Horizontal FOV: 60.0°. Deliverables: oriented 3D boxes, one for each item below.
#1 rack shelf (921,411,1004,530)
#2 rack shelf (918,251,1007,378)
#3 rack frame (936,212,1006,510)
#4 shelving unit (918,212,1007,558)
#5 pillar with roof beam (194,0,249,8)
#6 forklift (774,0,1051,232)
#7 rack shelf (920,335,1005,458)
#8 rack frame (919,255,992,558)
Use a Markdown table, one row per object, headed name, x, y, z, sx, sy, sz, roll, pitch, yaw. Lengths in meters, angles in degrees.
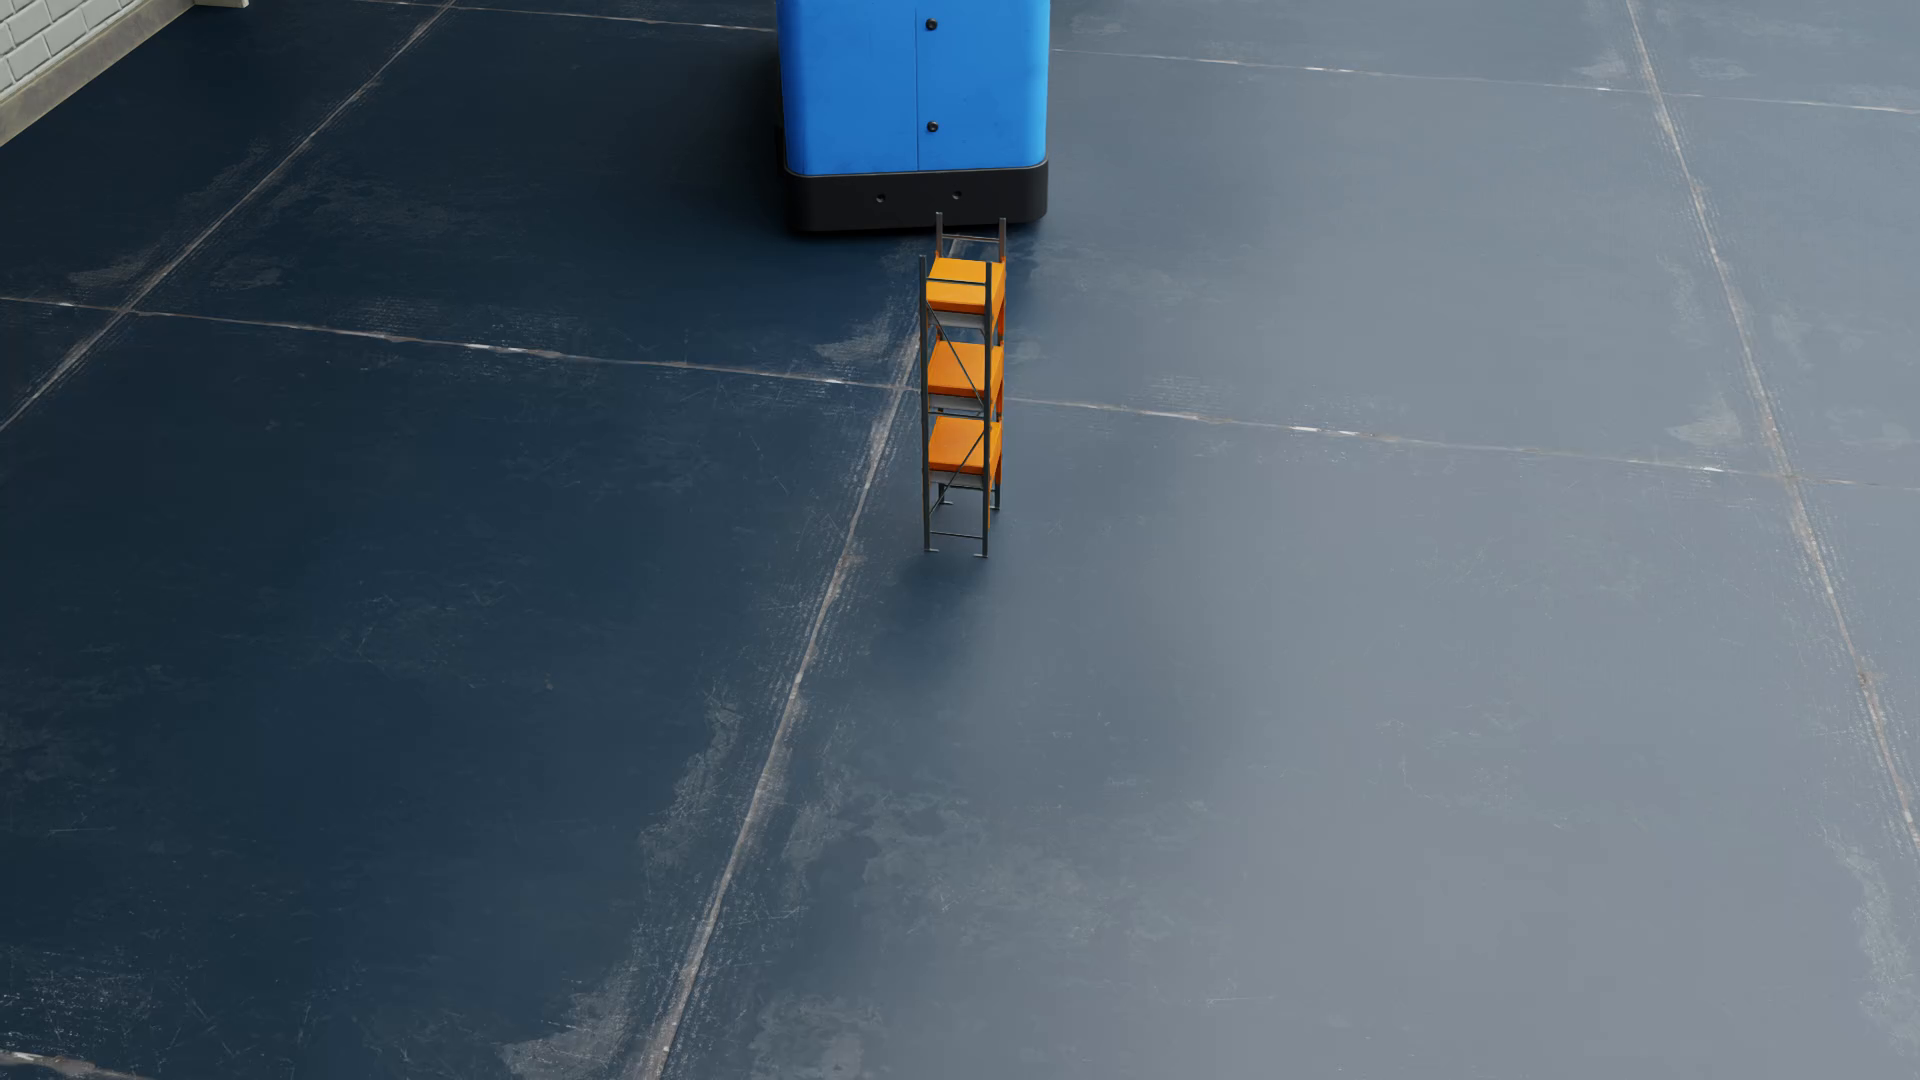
| name | x | y | z | sx | sy | sz | roll | pitch | yaw |
| --- | --- | --- | --- | --- | --- | --- | --- | --- | --- |
| rack shelf | 0.009 | -0.216 | 5.140 | 0.215 | 0.259 | 0.240 | 6 | 40 | 8 |
| rack shelf | 0.009 | -0.649 | 4.782 | 0.215 | 0.259 | 0.240 | 6 | 40 | 8 |
| rack frame | 0.030 | -0.515 | 5.049 | 0.200 | 1.050 | 0.008 | 6 | 40 | 8 |
| shelving unit | 0.009 | -0.438 | 4.956 | 0.215 | 1.050 | 0.252 | 6 | 40 | 8 |
| pillar with roof beam | 0.434 | -5.876 | 5.295 | 9.100 | 9.000 | 0.400 | 6 | 40 | 8 |
| forklift | -0.290 | -3.286 | 6.925 | 1.130 | 2.935 | 3.031 | -3 | 40 | -4 |
| rack shelf | 0.009 | -0.430 | 4.963 | 0.215 | 0.259 | 0.240 | 6 | 40 | 8 |
| rack frame | -0.012 | -0.362 | 4.863 | 0.200 | 1.050 | 0.008 | 6 | 40 | 8 |
